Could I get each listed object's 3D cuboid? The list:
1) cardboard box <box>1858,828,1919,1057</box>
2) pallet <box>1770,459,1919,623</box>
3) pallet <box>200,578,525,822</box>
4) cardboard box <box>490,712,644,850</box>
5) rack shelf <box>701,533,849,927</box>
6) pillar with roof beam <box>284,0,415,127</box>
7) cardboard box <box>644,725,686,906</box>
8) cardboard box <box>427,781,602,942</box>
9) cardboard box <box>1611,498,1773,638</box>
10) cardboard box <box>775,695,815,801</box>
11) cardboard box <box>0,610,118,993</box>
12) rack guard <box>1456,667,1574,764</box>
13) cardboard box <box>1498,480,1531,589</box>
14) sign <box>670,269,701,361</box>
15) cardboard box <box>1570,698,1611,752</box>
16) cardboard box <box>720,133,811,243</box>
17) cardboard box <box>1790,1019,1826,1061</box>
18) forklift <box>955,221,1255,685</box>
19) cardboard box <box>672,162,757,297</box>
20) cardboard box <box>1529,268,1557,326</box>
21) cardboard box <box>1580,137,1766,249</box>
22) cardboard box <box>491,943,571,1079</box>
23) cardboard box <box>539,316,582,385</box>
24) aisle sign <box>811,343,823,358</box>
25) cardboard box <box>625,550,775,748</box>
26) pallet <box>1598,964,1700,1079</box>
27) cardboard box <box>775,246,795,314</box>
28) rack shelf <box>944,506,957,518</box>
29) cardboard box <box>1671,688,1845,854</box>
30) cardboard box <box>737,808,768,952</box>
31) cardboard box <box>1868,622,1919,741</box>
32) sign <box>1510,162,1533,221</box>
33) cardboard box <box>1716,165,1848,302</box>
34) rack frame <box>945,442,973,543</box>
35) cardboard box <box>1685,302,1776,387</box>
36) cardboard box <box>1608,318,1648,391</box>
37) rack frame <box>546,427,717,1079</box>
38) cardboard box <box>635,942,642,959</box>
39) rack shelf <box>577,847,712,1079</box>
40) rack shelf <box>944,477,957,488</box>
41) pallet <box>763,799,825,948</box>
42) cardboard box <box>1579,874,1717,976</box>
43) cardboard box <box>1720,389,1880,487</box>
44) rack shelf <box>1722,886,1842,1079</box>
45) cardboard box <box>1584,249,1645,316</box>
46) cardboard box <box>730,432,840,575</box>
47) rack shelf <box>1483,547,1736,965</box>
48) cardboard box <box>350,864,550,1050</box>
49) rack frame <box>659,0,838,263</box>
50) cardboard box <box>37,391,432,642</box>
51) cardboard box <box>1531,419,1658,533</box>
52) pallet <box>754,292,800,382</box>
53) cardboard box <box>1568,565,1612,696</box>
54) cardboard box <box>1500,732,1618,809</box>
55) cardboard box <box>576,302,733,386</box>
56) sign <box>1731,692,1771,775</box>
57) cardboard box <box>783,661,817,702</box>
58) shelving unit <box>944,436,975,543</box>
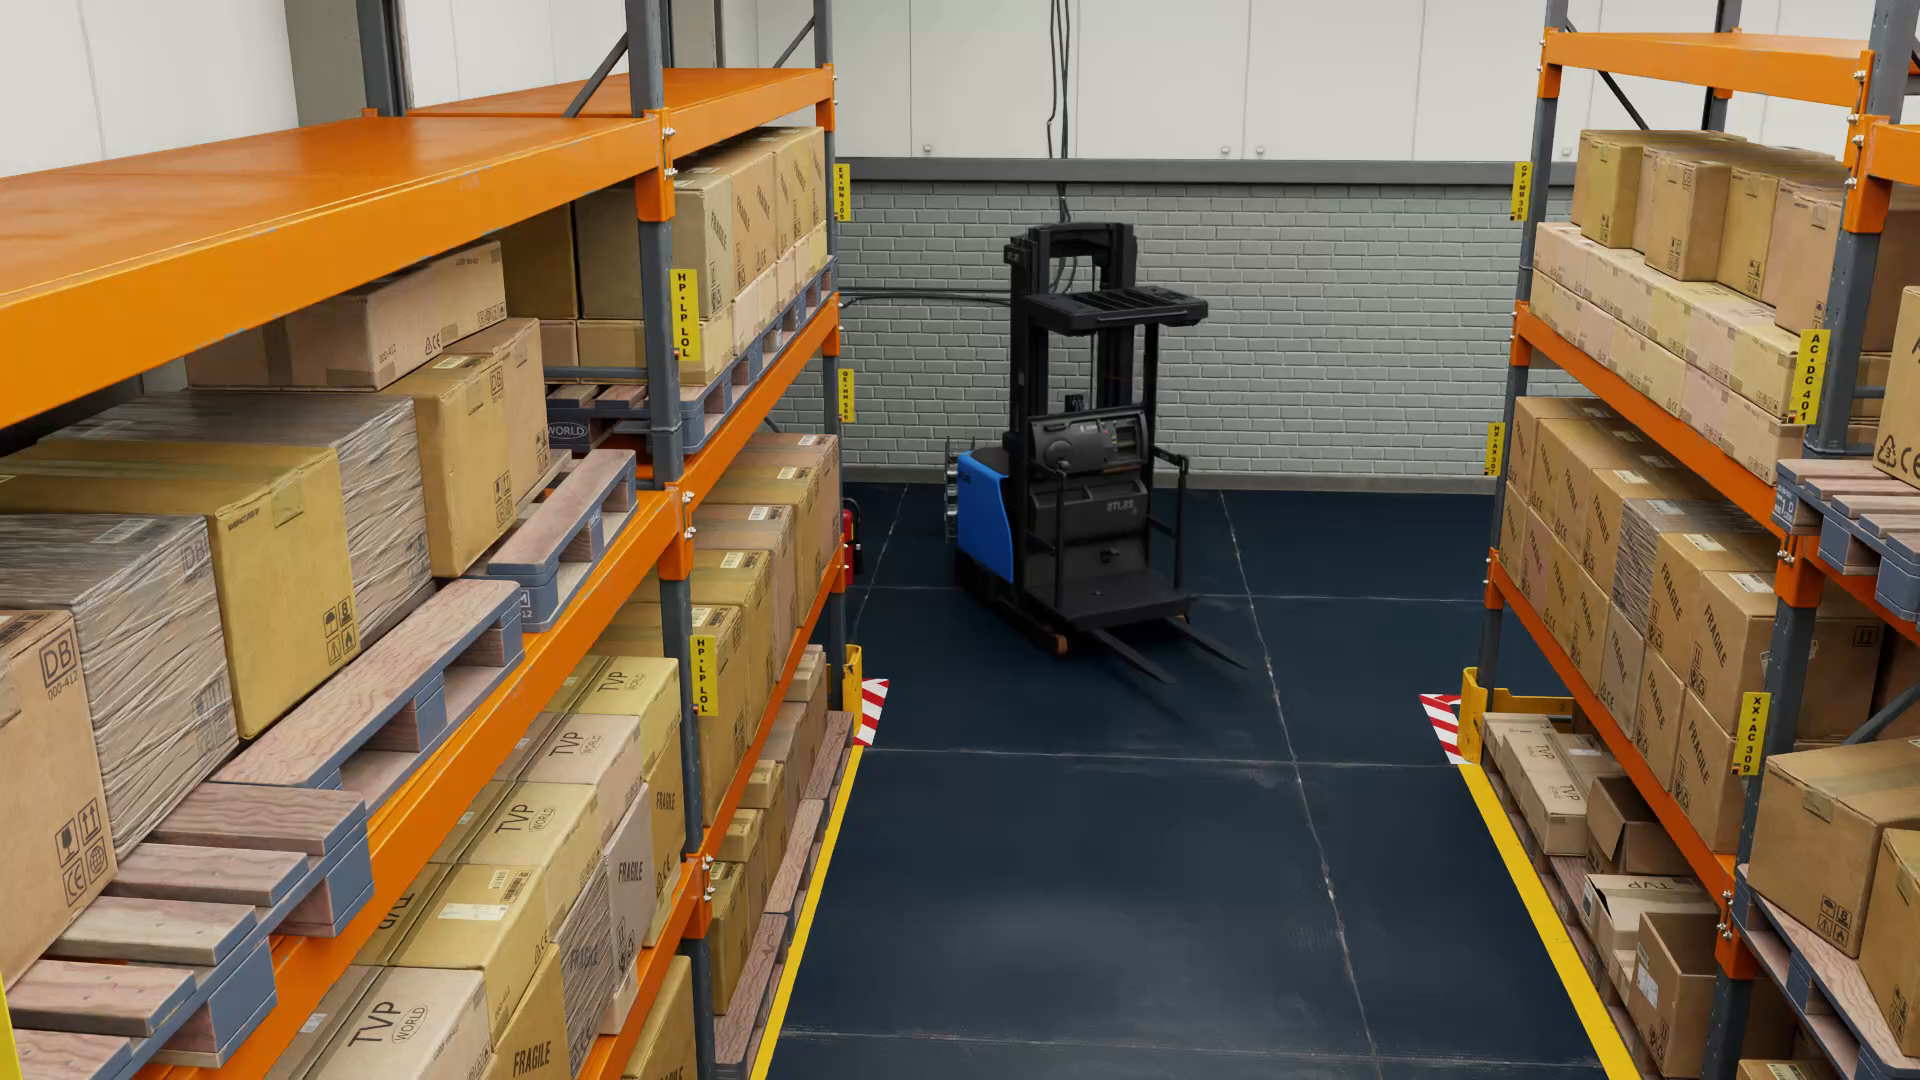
[{"bbox_3d":[3.183,1.238,4.991,0.700,0.500,0.500,4,19,13],"label":"cardboard box"},{"bbox_3d":[3.310,-0.007,5.111,1.213,0.211,1.003,1,18,4],"label":"pallet"},{"bbox_3d":[-1.731,0.377,3.941,1.003,0.211,1.213,2,18,6],"label":"pallet"},{"bbox_3d":[-1.339,0.774,5.370,0.500,0.250,0.500,2,18,5],"label":"cardboard box"},{"bbox_3d":[-1.371,0.740,8.504,1.077,0.370,4.000,1,18,4],"label":"rack shelf"},{"bbox_3d":[1.966,-1.972,5.991,9.100,9.000,0.400,1,18,4],"label":"pillar with roof beam"},{"bbox_3d":[-1.297,0.970,5.976,0.500,0.500,0.500,1,18,3],"label":"cardboard box"},{"bbox_3d":[-1.376,0.932,4.887,0.500,0.250,0.500,2,18,5],"label":"cardboard box"},{"bbox_3d":[3.275,0.127,7.451,0.500,0.500,0.500,1,18,4],"label":"cardboard box"},{"bbox_3d":[-1.214,1.140,9.467,0.700,0.500,0.500,1,18,4],"label":"cardboard box"},{"bbox_3d":[-1.825,0.430,2.608,0.700,0.500,0.500,0,18,0],"label":"cardboard box"},{"bbox_3d":[3.708,1.098,10.271,1.175,0.500,0.348,1,18,4],"label":"rack guard"},{"bbox_3d":[3.418,-0.030,9.535,0.500,0.500,0.500,2,18,5],"label":"cardboard box"},{"bbox_3d":[-0.973,-0.793,5.872,0.100,0.325,0.005,1,18,4],"label":"sign"},{"bbox_3d":[3.920,1.039,9.742,0.500,0.500,0.500,1,18,4],"label":"cardboard box"},{"bbox_3d":[-1.055,-1.792,8.460,0.500,0.500,0.500,2,18,6],"label":"cardboard box"},{"bbox_3d":[3.672,2.072,6.895,0.500,0.311,0.500,1,18,4],"label":"cardboard box"},{"bbox_3d":[1.037,-0.713,11.891,1.130,2.935,3.031,-8,20,-23],"label":"forklift"},{"bbox_3d":[-1.153,-1.314,6.999,0.500,0.500,0.500,1,18,3],"label":"cardboard box"},{"bbox_3d":[3.423,-1.314,9.040,0.500,0.250,0.500,1,18,4],"label":"cardboard box"},{"bbox_3d":[3.572,-1.749,8.359,0.700,0.500,0.500,1,18,4],"label":"cardboard box"},{"bbox_3d":[-1.398,1.439,4.543,0.500,0.500,0.500,2,18,5],"label":"cardboard box"},{"bbox_3d":[-1.700,-0.800,6.636,0.500,0.250,0.500,1,18,4],"label":"cardboard box"},{"bbox_3d":[-0.924,-1.474,9.930,0.394,0.787,0.004,1,18,4],"label":"aisle sign"},{"bbox_3d":[-1.402,0.482,7.654,0.980,0.700,0.700,1,18,3],"label":"cardboard box"},{"bbox_3d":[3.477,2.240,7.247,1.003,0.211,1.213,1,18,4],"label":"pallet"},{"bbox_3d":[-1.084,-1.268,8.063,0.500,0.250,0.500,1,18,2],"label":"cardboard box"},{"bbox_3d":[0.001,-0.227,14.357,0.258,0.077,0.200,1,18,4],"label":"rack shelf"},{"bbox_3d":[3.206,0.920,6.638,0.500,0.500,0.500,2,18,5],"label":"cardboard box"},{"bbox_3d":[-1.320,1.621,7.998,0.700,0.500,0.500,1,18,3],"label":"cardboard box"},{"bbox_3d":[3.741,0.466,6.418,0.500,0.500,0.500,2,18,5],"label":"cardboard box"},{"bbox_3d":[3.172,-1.967,9.387,0.100,0.325,0.005,1,18,4],"label":"sign"},{"bbox_3d":[3.630,-1.279,6.926,0.700,0.500,0.500,1,18,4],"label":"cardboard box"},{"bbox_3d":[-0.007,-0.399,14.194,0.240,0.900,0.006,1,18,4],"label":"rack frame"},{"bbox_3d":[3.230,-0.776,6.594,0.500,0.250,0.500,1,18,4],"label":"cardboard box"},{"bbox_3d":[3.310,-0.848,7.619,0.500,0.250,0.500,1,18,4],"label":"cardboard box"},{"bbox_3d":[-1.515,1.019,6.496,1.000,3.000,0.127,1,18,4],"label":"rack frame"},{"bbox_3d":[-1.315,1.398,5.709,0.380,0.149,0.250,2,18,6],"label":"cardboard box"},{"bbox_3d":[-1.658,1.982,4.712,1.077,0.370,4.000,1,18,4],"label":"rack shelf"},{"bbox_3d":[0.001,-0.484,14.273,0.258,0.077,0.200,1,18,4],"label":"rack shelf"},{"bbox_3d":[-1.297,1.730,8.805,1.003,0.211,1.213,1,18,4],"label":"pallet"},{"bbox_3d":[3.238,1.781,7.782,0.500,0.311,0.500,1,18,4],"label":"cardboard box"},{"bbox_3d":[3.196,-0.383,6.197,0.500,0.250,0.500,1,18,4],"label":"cardboard box"},{"bbox_3d":[3.283,2.091,4.378,1.077,0.370,4.000,1,18,4],"label":"rack shelf"},{"bbox_3d":[3.344,-1.241,8.015,0.500,0.250,0.500,1,18,4],"label":"cardboard box"},{"bbox_3d":[-1.255,-0.207,9.757,0.980,0.700,0.700,2,18,6],"label":"cardboard box"},{"bbox_3d":[3.570,0.849,8.170,1.077,0.370,4.000,1,18,4],"label":"rack shelf"},{"bbox_3d":[-1.412,1.090,4.404,0.500,0.250,0.500,1,18,3],"label":"cardboard box"},{"bbox_3d":[-1.228,-3.074,9.353,1.000,3.000,0.127,1,18,4],"label":"rack frame"},{"bbox_3d":[-1.763,-0.064,4.116,0.700,0.500,0.500,1,18,4],"label":"cardboard box"},{"bbox_3d":[3.388,-0.342,8.884,0.500,0.500,0.500,1,18,4],"label":"cardboard box"},{"bbox_3d":[-1.356,-0.996,7.971,1.003,0.211,1.213,1,18,4],"label":"pallet"},{"bbox_3d":[3.310,0.442,8.097,0.500,0.500,0.500,2,18,5],"label":"cardboard box"},{"bbox_3d":[3.355,1.301,9.343,0.500,0.250,0.500,1,18,4],"label":"cardboard box"},{"bbox_3d":[-1.202,-0.791,6.608,0.500,0.250,0.500,1,18,4],"label":"cardboard box"},{"bbox_3d":[2.885,0.707,6.057,0.100,0.325,0.005,1,18,4],"label":"sign"},{"bbox_3d":[-1.024,0.800,9.463,0.380,0.149,0.250,2,18,5],"label":"cardboard box"},{"bbox_3d":[0.001,-0.430,14.291,0.258,0.900,0.210,1,18,4],"label":"shelving unit"}]
